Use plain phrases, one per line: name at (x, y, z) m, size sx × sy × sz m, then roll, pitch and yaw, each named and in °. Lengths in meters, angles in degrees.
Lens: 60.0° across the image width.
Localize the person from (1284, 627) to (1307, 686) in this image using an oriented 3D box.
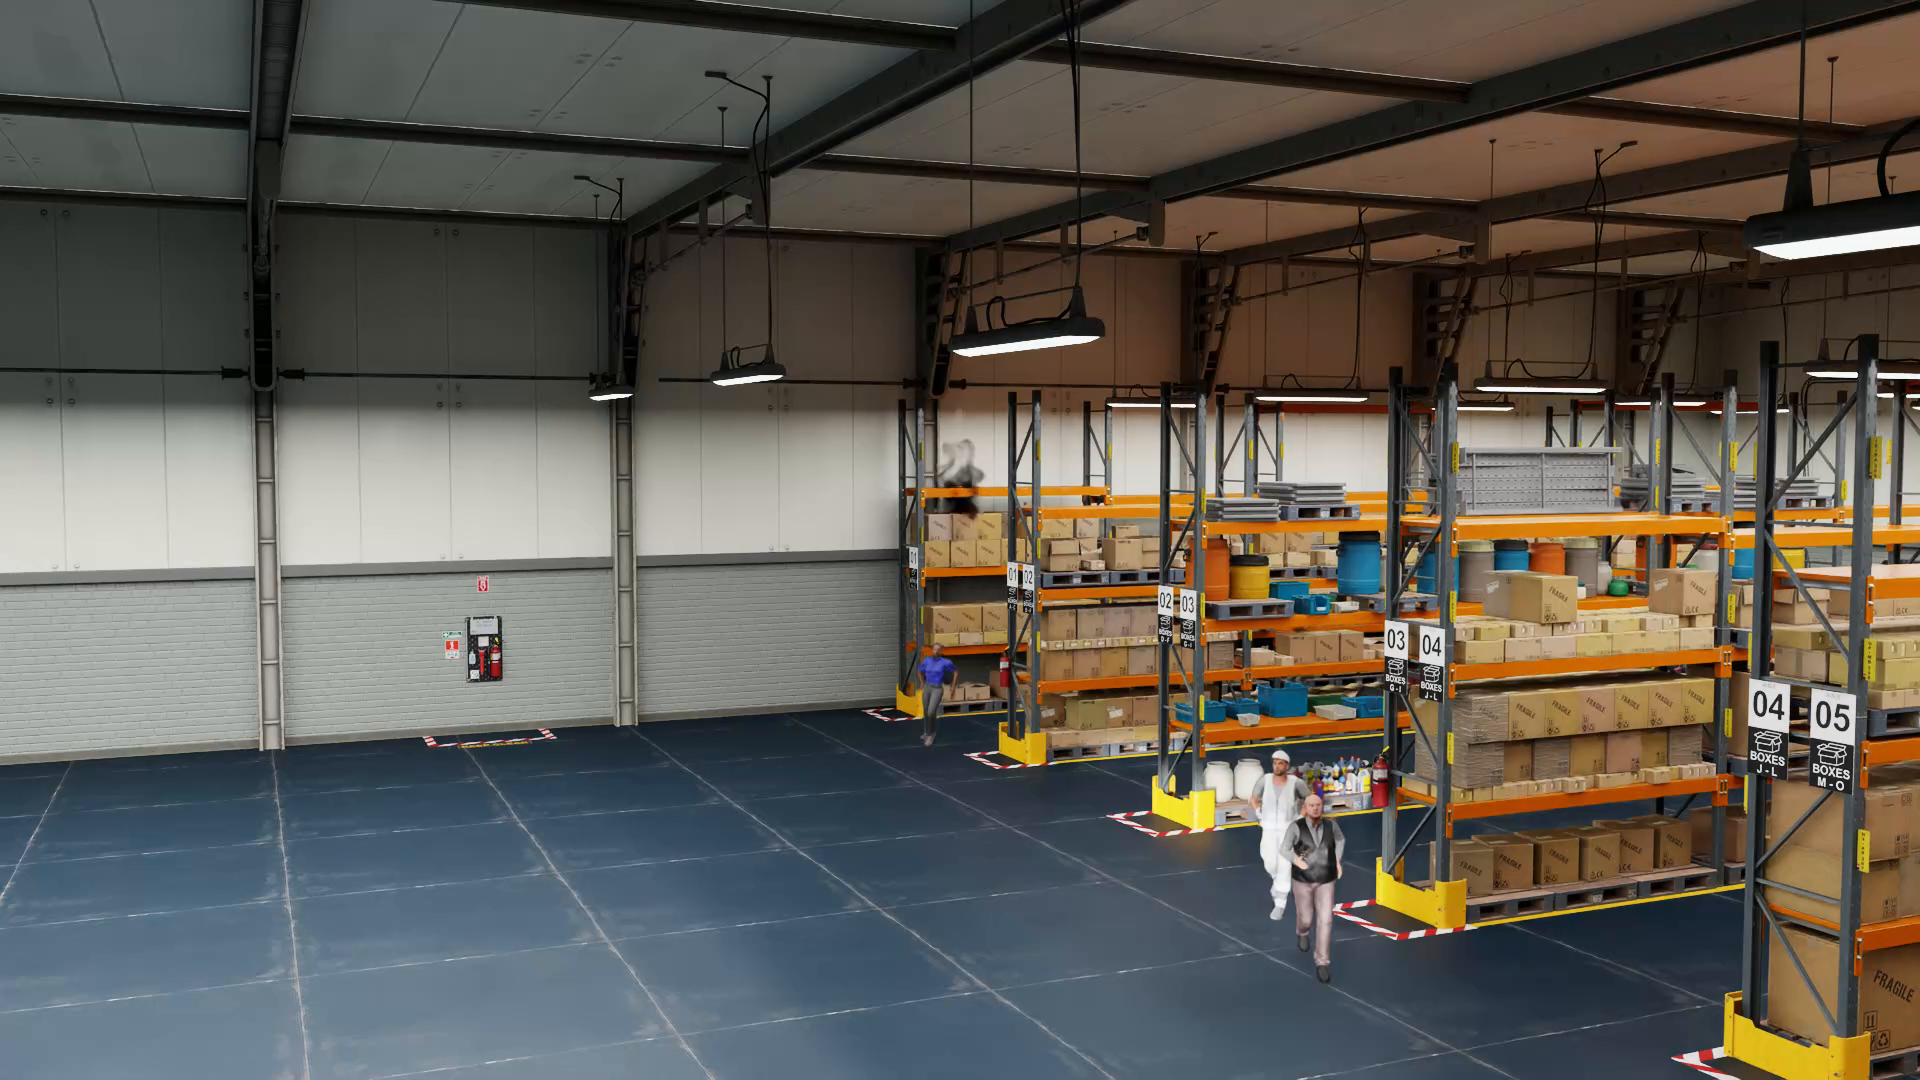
person at (6.476, 2.438, 31.728) m, size 0.699 × 1.867 × 0.679 m, roll -1°, pitch 4°, yaw -20°

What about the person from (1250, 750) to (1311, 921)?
person at (3.516, 3.205, 18.306) m, size 0.676 × 1.802 × 0.802 m, roll 1°, pitch 4°, yaw 20°

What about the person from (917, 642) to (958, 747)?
person at (-0.398, 2.498, 26.989) m, size 0.634 × 1.687 × 0.612 m, roll 1°, pitch 4°, yaw 21°

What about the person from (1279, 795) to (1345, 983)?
person at (3.449, 3.342, 16.248) m, size 0.666 × 1.718 × 0.965 m, roll 0°, pitch 3°, yaw 5°
